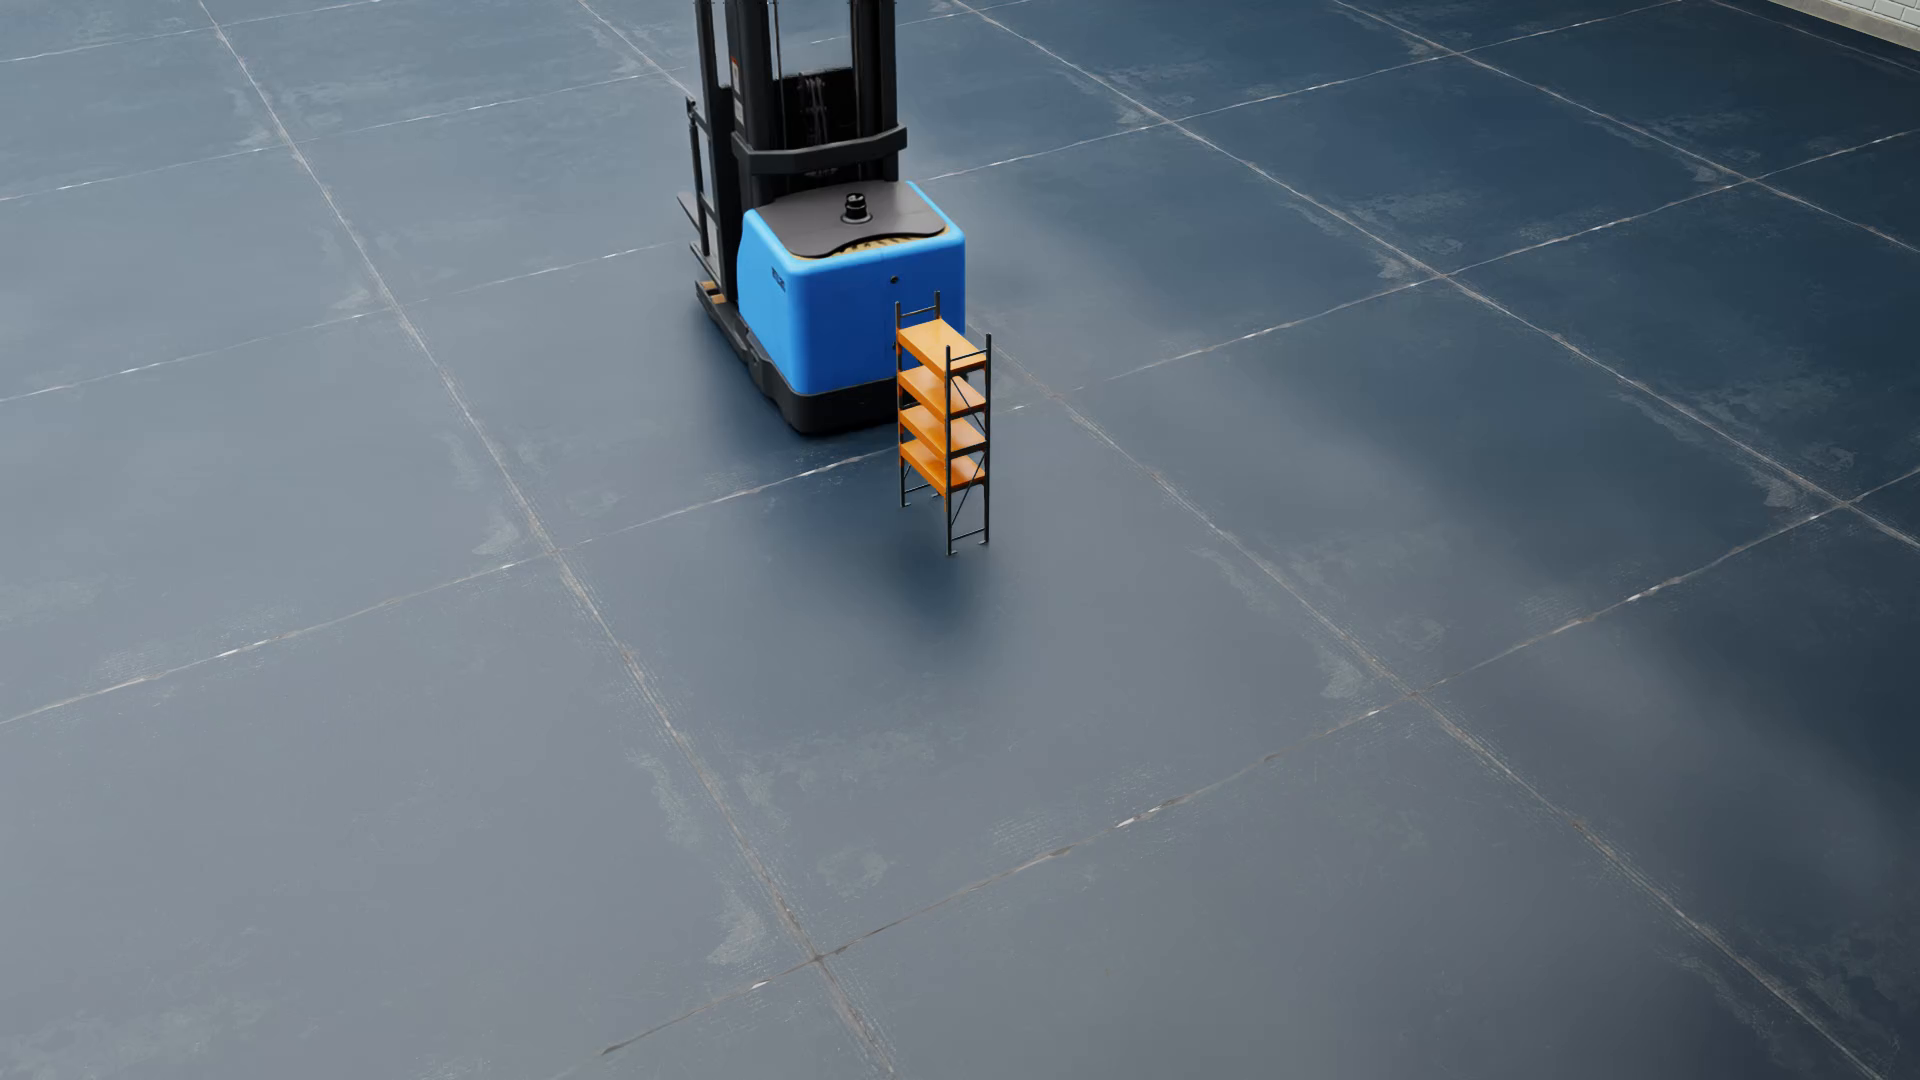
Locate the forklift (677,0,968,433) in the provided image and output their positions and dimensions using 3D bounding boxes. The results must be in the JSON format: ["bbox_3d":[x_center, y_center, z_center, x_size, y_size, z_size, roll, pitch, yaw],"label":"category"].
[{"bbox_3d":[-1.012,-2.637,9.603,1.130,2.935,3.031,-15,39,-19],"label":"forklift"}]

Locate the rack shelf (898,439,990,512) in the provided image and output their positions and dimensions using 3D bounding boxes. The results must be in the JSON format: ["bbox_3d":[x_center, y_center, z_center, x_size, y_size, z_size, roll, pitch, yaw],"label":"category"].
[{"bbox_3d":[-0.083,-0.354,8.396,0.258,0.148,0.480,-19,40,-24],"label":"rack shelf"}]

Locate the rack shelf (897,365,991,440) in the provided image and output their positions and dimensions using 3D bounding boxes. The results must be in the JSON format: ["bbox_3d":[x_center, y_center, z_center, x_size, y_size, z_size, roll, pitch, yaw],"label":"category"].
[{"bbox_3d":[-0.083,-0.695,8.147,0.258,0.148,0.480,-19,40,-24],"label":"rack shelf"}]

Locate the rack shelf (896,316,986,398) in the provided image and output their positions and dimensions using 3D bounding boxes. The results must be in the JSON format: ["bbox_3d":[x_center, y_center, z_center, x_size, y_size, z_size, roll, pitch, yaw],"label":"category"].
[{"bbox_3d":[-0.083,-0.886,8.007,0.258,0.148,0.480,-19,40,-24],"label":"rack shelf"}]

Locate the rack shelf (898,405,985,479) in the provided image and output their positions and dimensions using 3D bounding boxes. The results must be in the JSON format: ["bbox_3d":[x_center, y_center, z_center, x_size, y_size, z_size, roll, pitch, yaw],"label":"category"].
[{"bbox_3d":[-0.083,-0.515,8.279,0.258,0.148,0.480,-19,40,-24],"label":"rack shelf"}]

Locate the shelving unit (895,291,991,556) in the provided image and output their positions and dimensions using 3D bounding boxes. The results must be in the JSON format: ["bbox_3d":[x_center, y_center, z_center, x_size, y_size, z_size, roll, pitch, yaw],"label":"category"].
[{"bbox_3d":[-0.083,-0.569,8.239,0.258,1.200,0.503,-19,40,-24],"label":"shelving unit"}]

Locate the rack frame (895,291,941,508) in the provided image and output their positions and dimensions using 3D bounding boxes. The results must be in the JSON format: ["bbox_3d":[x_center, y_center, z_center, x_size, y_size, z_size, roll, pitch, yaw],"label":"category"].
[{"bbox_3d":[-0.206,-0.693,8.409,0.240,1.200,0.015,-19,40,-24],"label":"rack frame"}]

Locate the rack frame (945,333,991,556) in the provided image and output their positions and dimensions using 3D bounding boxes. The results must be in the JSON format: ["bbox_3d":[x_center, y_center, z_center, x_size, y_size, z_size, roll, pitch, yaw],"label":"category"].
[{"bbox_3d":[0.039,-0.445,8.069,0.240,1.200,0.015,-19,40,-24],"label":"rack frame"}]
